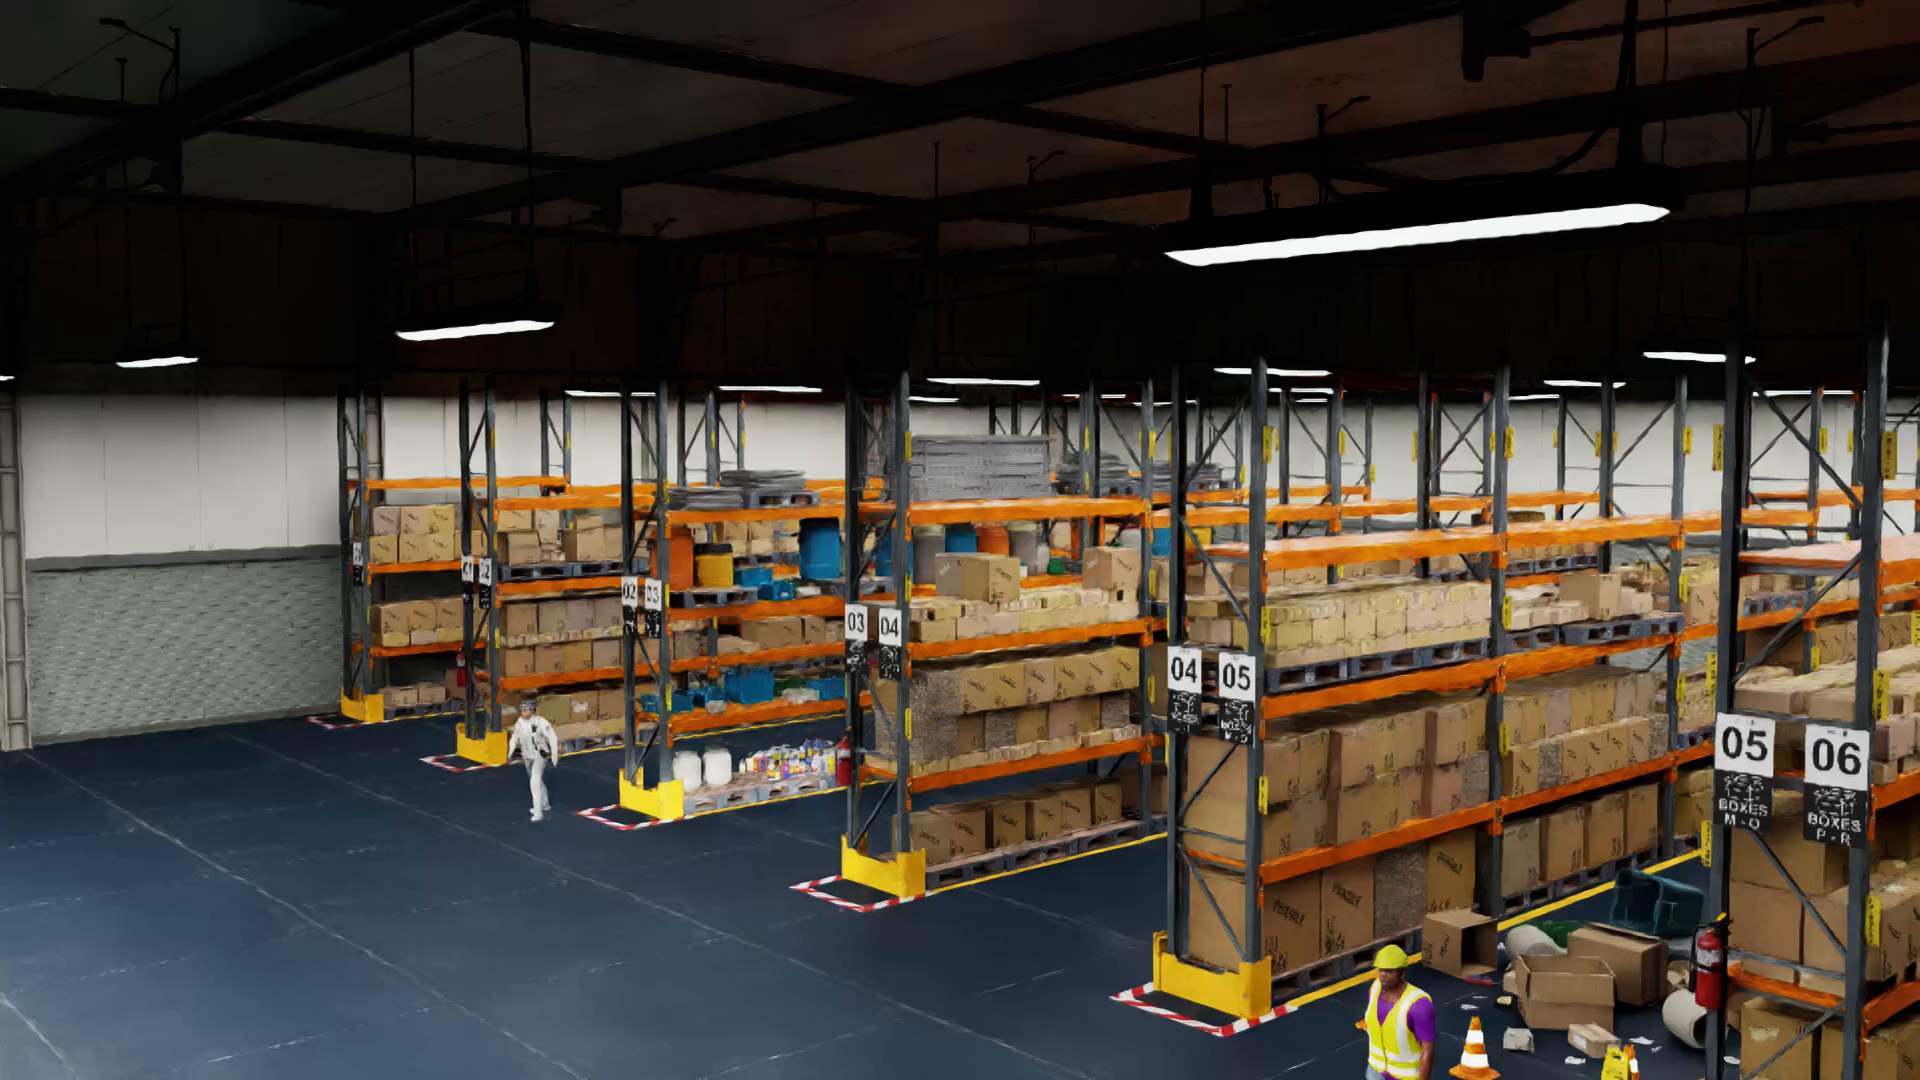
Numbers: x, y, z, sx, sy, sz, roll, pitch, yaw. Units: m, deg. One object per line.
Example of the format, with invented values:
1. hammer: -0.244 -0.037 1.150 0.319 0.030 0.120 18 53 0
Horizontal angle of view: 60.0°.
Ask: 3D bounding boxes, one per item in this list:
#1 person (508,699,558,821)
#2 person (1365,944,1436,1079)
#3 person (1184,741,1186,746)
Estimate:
1. person: -5.664 2.896 22.193 0.640 1.617 0.771 2 4 28
2. person: 2.952 3.572 11.207 1.042 1.716 0.591 -3 5 -43
3. person: 3.710 2.677 26.178 1.034 1.525 0.416 -4 5 -43
